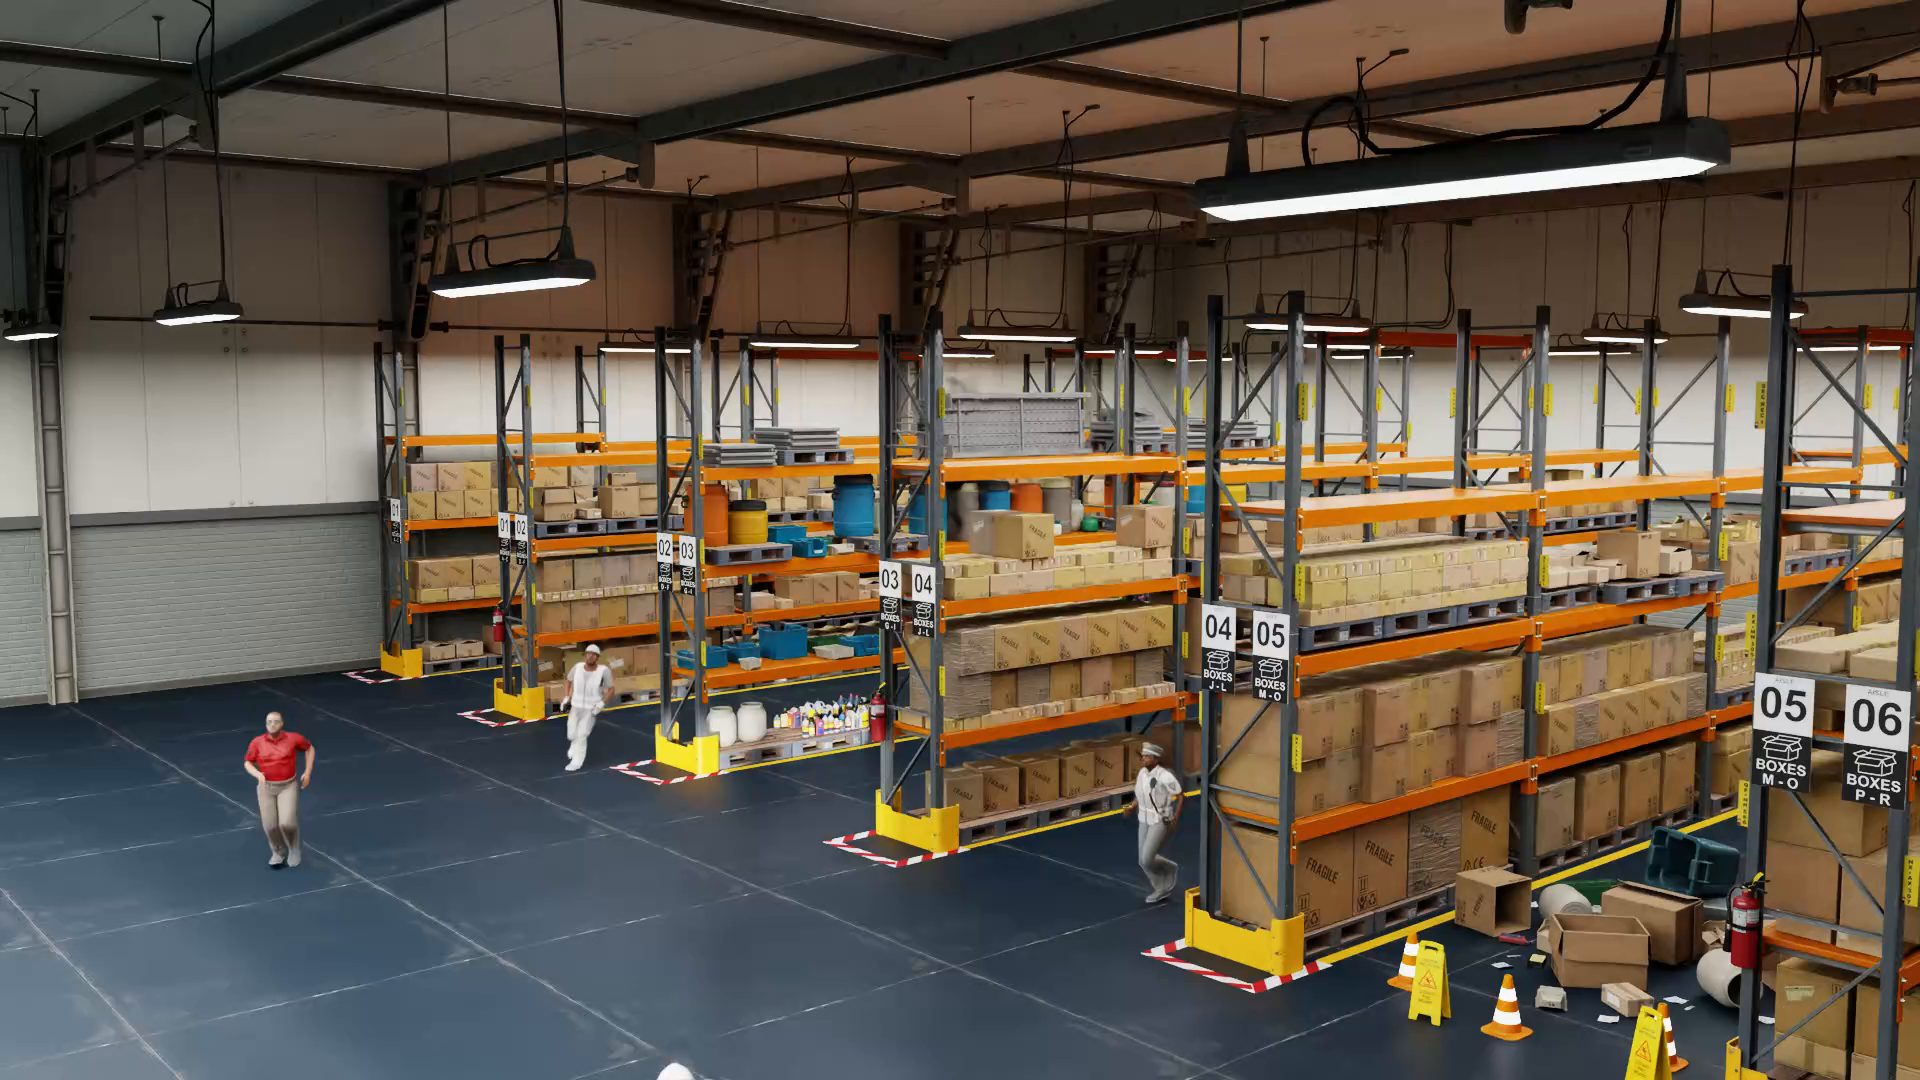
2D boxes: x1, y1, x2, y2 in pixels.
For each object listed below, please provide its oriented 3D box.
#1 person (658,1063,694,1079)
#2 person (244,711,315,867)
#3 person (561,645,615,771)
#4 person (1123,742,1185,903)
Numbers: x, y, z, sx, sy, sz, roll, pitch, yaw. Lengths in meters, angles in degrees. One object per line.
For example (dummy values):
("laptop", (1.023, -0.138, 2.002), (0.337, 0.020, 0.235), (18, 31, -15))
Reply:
("person", (-1.459, 3.523, 8.504), (0.662, 1.763, 0.783), (-1, 5, -9))
("person", (-7.305, 2.698, 17.842), (0.684, 1.723, 0.658), (-1, 5, -15))
("person", (-5.048, 2.267, 22.515), (0.733, 1.706, 0.545), (0, 5, 3))
("person", (1.918, 2.837, 16.678), (0.545, 1.651, 0.570), (-4, 6, -35))
